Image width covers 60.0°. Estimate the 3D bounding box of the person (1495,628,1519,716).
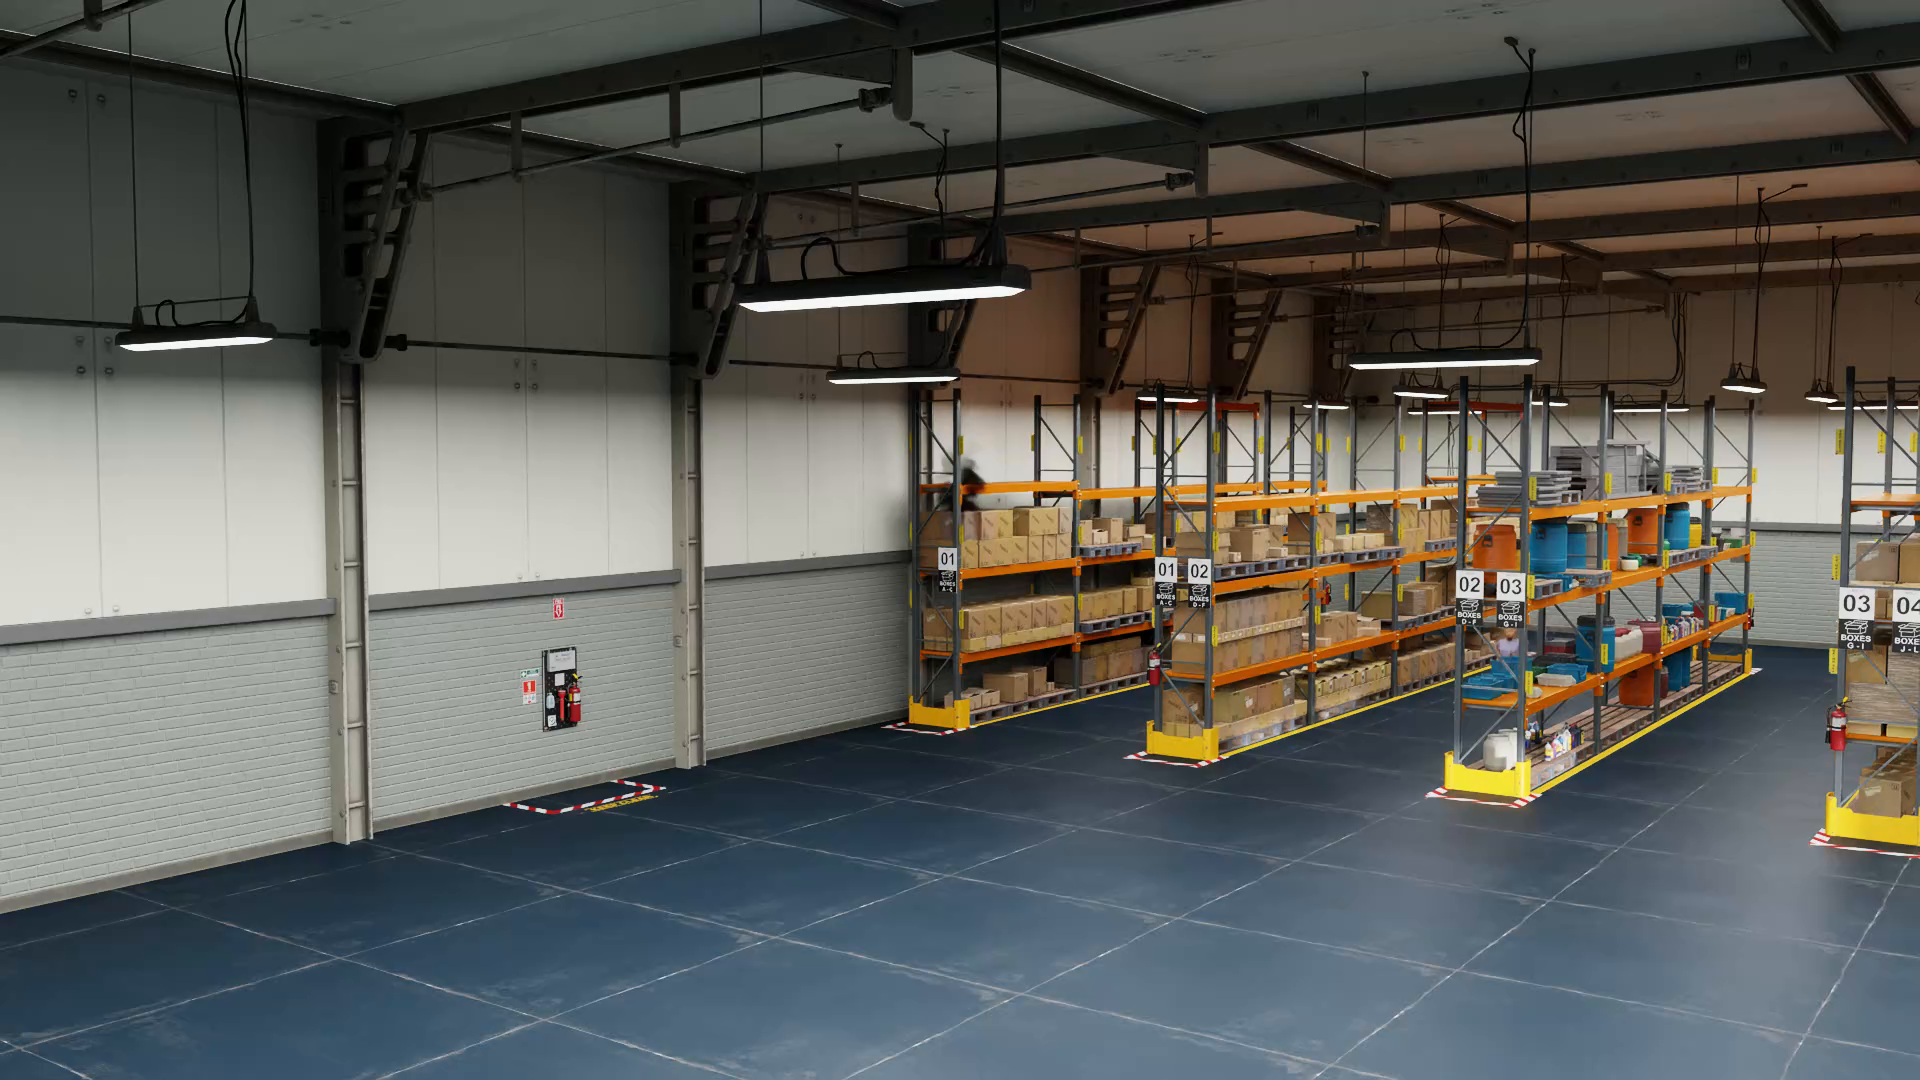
[{"bbox_3d":[10.207,2.413,30.893,0.614,1.624,0.904,2,4,29],"label":"person"}]
